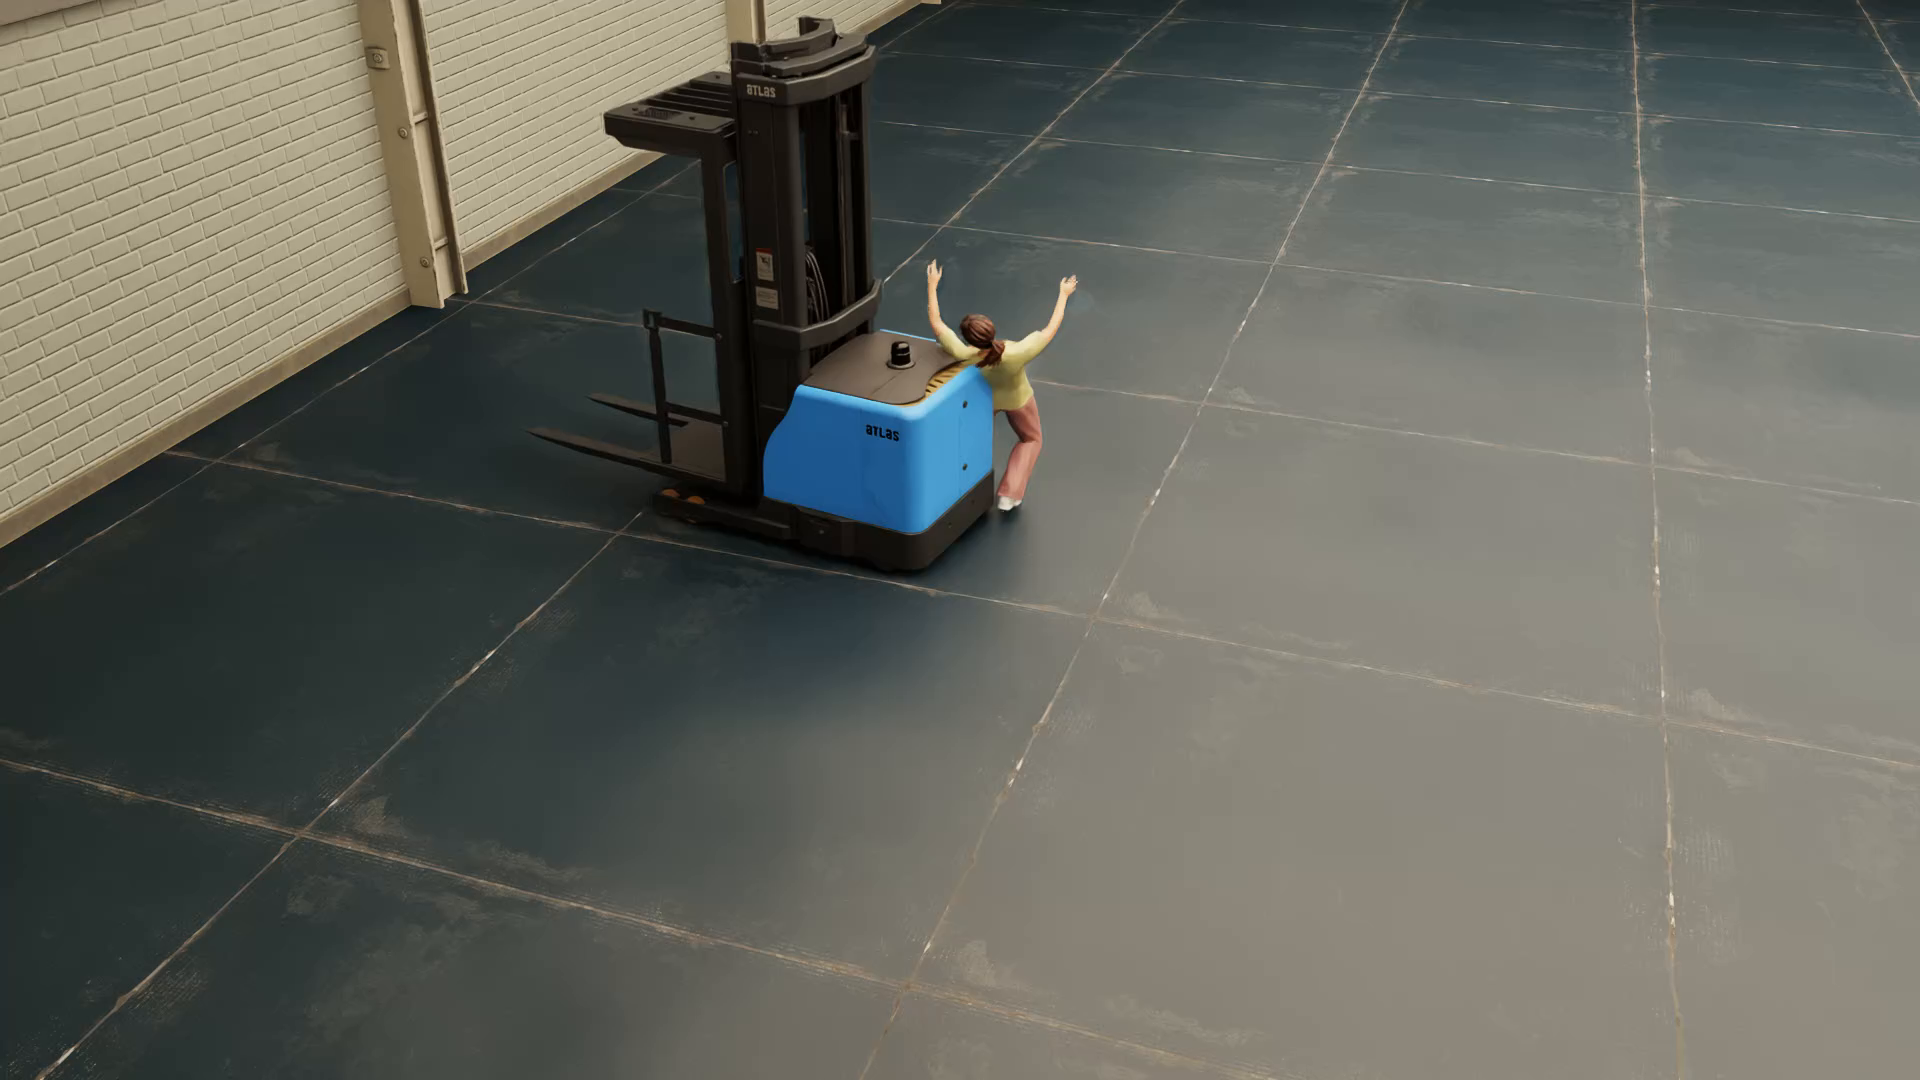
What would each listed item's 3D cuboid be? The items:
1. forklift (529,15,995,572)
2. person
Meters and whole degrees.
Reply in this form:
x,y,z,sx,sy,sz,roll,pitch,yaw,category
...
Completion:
x,y,z,sx,sy,sz,roll,pitch,yaw,category
-1.334,-1.593,9.930,3.031,2.935,1.130,14,33,24,forklift
0.240,-0.894,10.079,0.900,1.546,0.692,2,30,4,person
